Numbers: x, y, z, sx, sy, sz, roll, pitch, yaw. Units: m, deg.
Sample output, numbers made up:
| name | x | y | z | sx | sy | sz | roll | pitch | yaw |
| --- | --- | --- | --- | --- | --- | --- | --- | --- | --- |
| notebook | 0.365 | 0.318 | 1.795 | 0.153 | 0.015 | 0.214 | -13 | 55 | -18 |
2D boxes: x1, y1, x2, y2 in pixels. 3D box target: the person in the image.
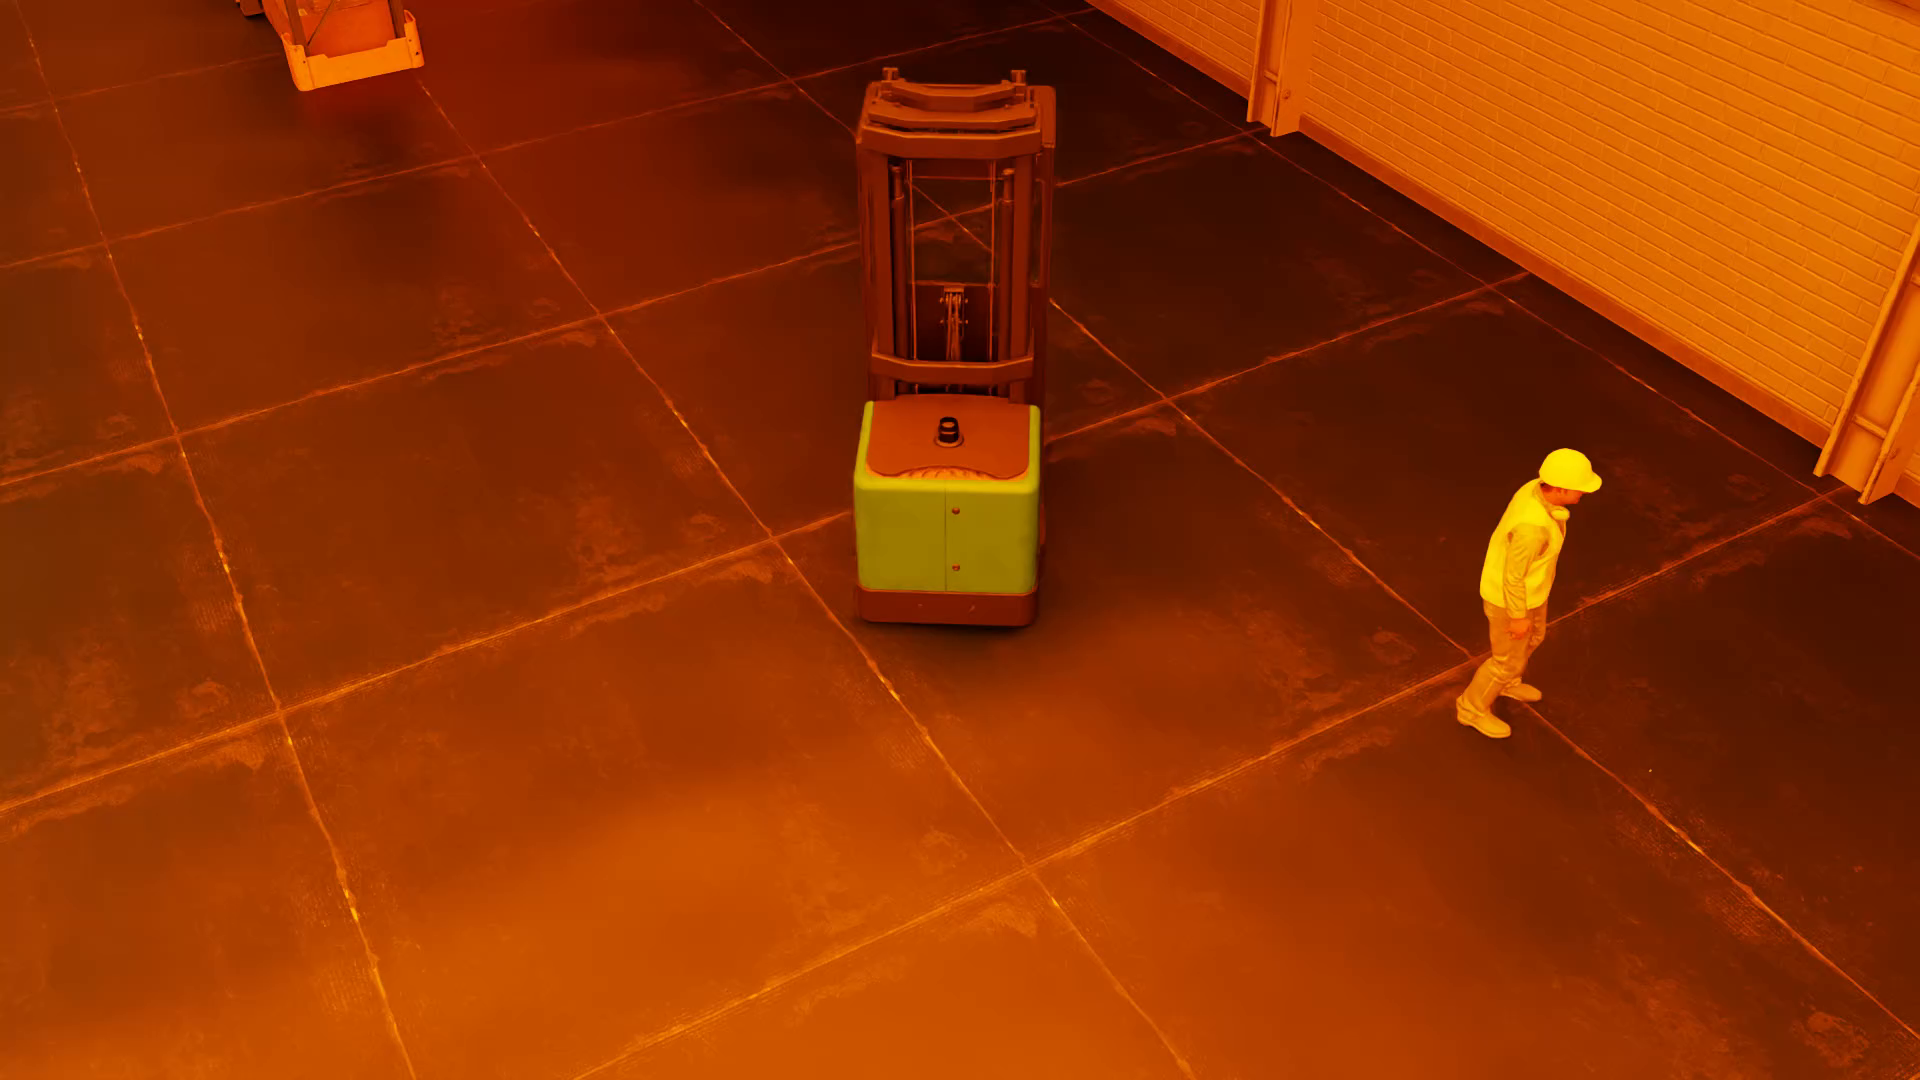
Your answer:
| name | x | y | z | sx | sy | sz | roll | pitch | yaw |
| --- | --- | --- | --- | --- | --- | --- | --- | --- | --- |
| person | 2.938 | 0.258 | 8.648 | 0.463 | 1.782 | 0.595 | 19 | 43 | 21 |

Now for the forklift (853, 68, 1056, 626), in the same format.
| name | x | y | z | sx | sy | sz | roll | pitch | yaw |
| --- | --- | --- | --- | --- | --- | --- | --- | --- | --- |
| forklift | -0.014 | -1.551 | 9.906 | 1.130 | 2.935 | 3.031 | 2 | 40 | 2 |
